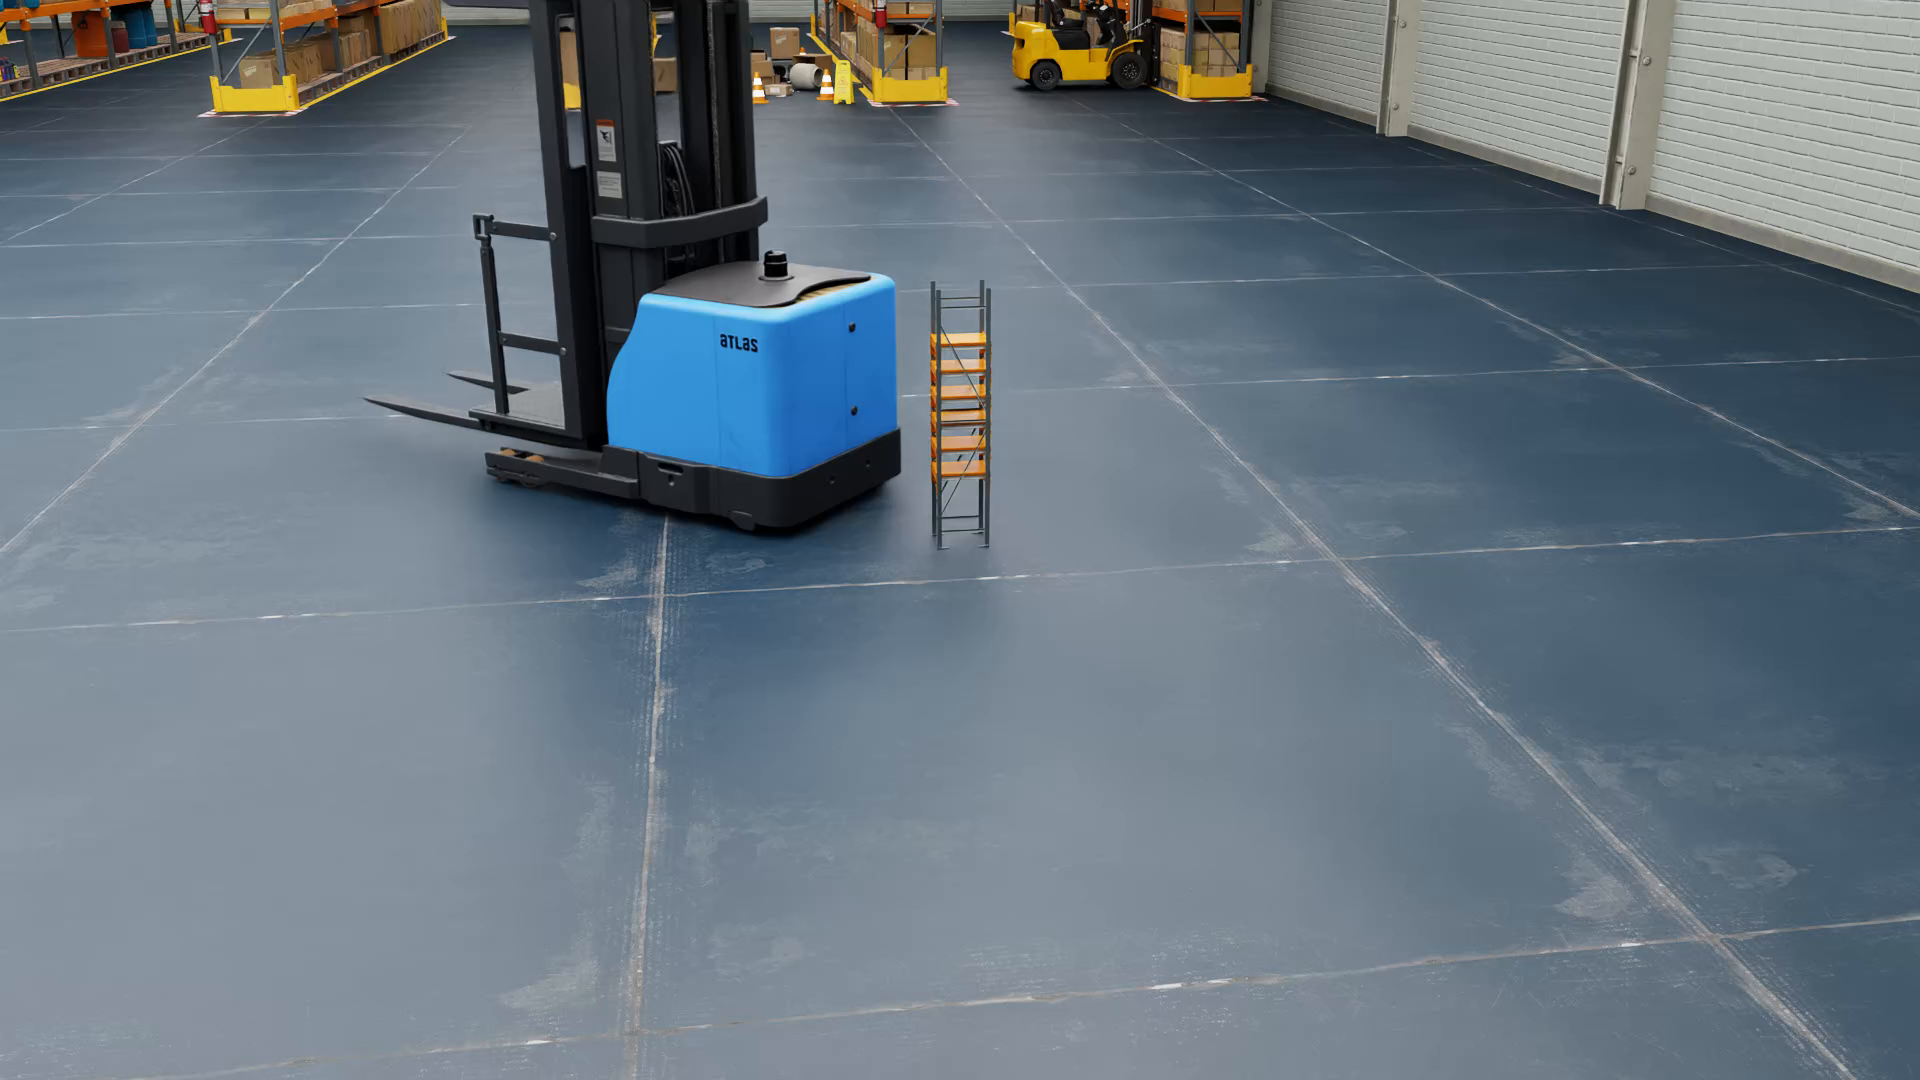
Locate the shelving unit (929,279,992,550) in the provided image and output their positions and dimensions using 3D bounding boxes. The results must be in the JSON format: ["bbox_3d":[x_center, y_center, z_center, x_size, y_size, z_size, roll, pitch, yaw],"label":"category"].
[{"bbox_3d":[0.002,-0.557,7.493,0.258,1.200,0.189,-3,21,-8],"label":"shelving unit"}]

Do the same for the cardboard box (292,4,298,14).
[{"bbox_3d":[-10.581,-8.297,26.002,0.380,0.149,0.250,-3,21,-8],"label":"cardboard box"}]

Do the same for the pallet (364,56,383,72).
[{"bbox_3d":[-11.631,-9.064,31.683,1.003,0.211,1.213,-3,21,-8],"label":"pallet"}]

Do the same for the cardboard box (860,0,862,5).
[{"bbox_3d":[-1.543,-9.428,29.031,0.380,0.149,0.250,-2,21,-6],"label":"cardboard box"}]

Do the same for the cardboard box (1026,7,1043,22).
[{"bbox_3d":[1.879,-12.485,39.830,0.500,0.500,0.500,-3,21,-7],"label":"cardboard box"}]

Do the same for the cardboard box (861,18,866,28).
[{"bbox_3d":[-1.506,-8.878,28.529,0.380,0.149,0.250,-2,21,-6],"label":"cardboard box"}]

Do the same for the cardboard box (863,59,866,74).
[{"bbox_3d":[-1.374,-8.079,28.389,0.500,0.250,0.500,-3,21,-8],"label":"cardboard box"}]

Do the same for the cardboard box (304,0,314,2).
[{"bbox_3d":[-10.953,-8.940,26.798,0.875,0.500,0.500,-3,21,-8],"label":"cardboard box"}]

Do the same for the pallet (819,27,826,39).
[{"bbox_3d":[-2.896,-12.331,40.431,1.003,0.211,1.213,-3,21,-8],"label":"pallet"}]

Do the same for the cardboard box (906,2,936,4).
[{"bbox_3d":[-0.576,-8.735,26.249,0.500,0.500,0.500,-3,21,-9],"label":"cardboard box"}]

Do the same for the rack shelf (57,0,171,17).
[{"bbox_3d":[-16.931,-10.747,33.231,1.077,0.370,4.000,-3,21,-8],"label":"rack shelf"}]

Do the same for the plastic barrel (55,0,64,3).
[{"bbox_3d":[-16.155,-9.816,29.517,0.433,0.535,0.433,0,20,0],"label":"plastic barrel"}]

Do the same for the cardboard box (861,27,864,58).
[{"bbox_3d":[-1.452,-8.613,28.748,0.500,0.500,0.500,-2,21,-6],"label":"cardboard box"}]

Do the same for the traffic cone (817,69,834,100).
[{"bbox_3d":[-2.121,-7.266,26.510,0.336,0.463,0.334,-3,21,-8],"label":"traffic cone"}]

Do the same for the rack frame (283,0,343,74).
[{"bbox_3d":[-11.165,-9.256,28.211,1.000,3.000,0.127,-3,21,-8],"label":"rack frame"}]

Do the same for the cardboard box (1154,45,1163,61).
[{"bbox_3d":[3.593,-8.270,28.187,0.500,0.250,0.500,-3,21,-9],"label":"cardboard box"}]

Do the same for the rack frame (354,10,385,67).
[{"bbox_3d":[-11.742,-10.641,31.919,1.000,3.000,0.127,-3,21,-8],"label":"rack frame"}]

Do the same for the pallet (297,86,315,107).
[{"bbox_3d":[-10.682,-6.874,25.820,1.003,0.211,1.213,-3,21,-8],"label":"pallet"}]

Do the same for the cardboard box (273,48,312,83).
[{"bbox_3d":[-10.890,-7.732,27.104,0.500,0.500,0.500,-5,21,-13],"label":"cardboard box"}]

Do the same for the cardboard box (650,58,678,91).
[{"bbox_3d":[-5.003,-7.816,27.924,0.500,0.500,0.500,1,20,2],"label":"cardboard box"}]

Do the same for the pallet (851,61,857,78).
[{"bbox_3d":[-1.472,-8.719,30.759,1.003,0.211,1.213,-3,21,-8],"label":"pallet"}]

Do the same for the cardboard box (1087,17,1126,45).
[{"bbox_3d":[3.052,-10.260,33.693,0.875,0.625,0.625,-2,21,-6],"label":"cardboard box"}]

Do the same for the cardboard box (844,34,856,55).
[{"bbox_3d":[-1.749,-9.655,32.436,0.950,0.372,0.625,-3,21,-9],"label":"cardboard box"}]

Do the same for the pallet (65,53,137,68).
[{"bbox_3d":[-16.798,-9.356,32.464,1.003,0.211,1.213,-3,21,-8],"label":"pallet"}]

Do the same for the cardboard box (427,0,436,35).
[{"bbox_3d":[-12.592,-12.080,38.208,0.875,0.875,0.875,-3,21,-8],"label":"cardboard box"}]

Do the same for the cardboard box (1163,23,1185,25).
[{"bbox_3d":[3.903,-9.049,29.558,0.500,0.250,0.500,-3,21,-9],"label":"cardboard box"}]

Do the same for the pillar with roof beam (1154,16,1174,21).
[{"bbox_3d":[-0.204,-13.580,31.214,9.100,9.000,0.400,-3,21,-8],"label":"pillar with roof beam"}]

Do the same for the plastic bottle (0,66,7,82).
[{"bbox_3d":[-15.596,-7.611,27.059,0.061,0.283,0.133,-2,21,-4],"label":"plastic bottle"}]

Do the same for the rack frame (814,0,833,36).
[{"bbox_3d":[-3.089,-13.911,40.674,1.000,3.000,0.127,-3,21,-8],"label":"rack frame"}]

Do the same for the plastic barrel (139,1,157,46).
[{"bbox_3d":[-17.158,-10.801,34.746,0.600,0.901,0.708,-3,21,-8],"label":"plastic barrel"}]

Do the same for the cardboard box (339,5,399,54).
[{"bbox_3d":[-11.821,-10.082,32.860,1.225,0.875,0.875,-4,21,-10],"label":"cardboard box"}]

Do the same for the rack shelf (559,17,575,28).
[{"bbox_3d":[-5.954,-8.442,27.059,1.077,0.370,4.000,-3,21,-8],"label":"rack shelf"}]

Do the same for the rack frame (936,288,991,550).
[{"bbox_3d":[0.015,-0.525,7.408,0.240,1.200,0.006,-3,21,-8],"label":"rack frame"}]

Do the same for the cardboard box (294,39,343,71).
[{"bbox_3d":[-11.232,-8.505,29.144,0.700,0.500,0.500,-5,21,-12],"label":"cardboard box"}]

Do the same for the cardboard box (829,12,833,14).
[{"bbox_3d":[-2.626,-12.055,38.767,0.875,0.438,0.875,-4,21,-9],"label":"cardboard box"}]

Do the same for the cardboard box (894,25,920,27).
[{"bbox_3d":[-0.933,-8.649,28.843,0.500,0.500,0.500,-3,21,-7],"label":"cardboard box"}]

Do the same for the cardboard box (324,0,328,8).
[{"bbox_3d":[-10.817,-8.992,27.863,0.380,0.149,0.250,-3,21,-8],"label":"cardboard box"}]

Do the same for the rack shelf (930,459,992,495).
[{"bbox_3d":[0.002,-0.291,7.592,0.258,0.103,0.180,-3,21,-8],"label":"rack shelf"}]

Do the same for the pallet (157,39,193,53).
[{"bbox_3d":[-17.364,-10.722,36.123,1.003,0.211,1.213,-3,21,-8],"label":"pallet"}]

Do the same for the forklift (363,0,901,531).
[{"bbox_3d":[-1.828,-1.778,8.288,3.031,2.935,1.130,12,24,29],"label":"forklift"}]

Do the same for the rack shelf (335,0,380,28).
[{"bbox_3d":[-11.454,-9.612,30.191,1.077,0.370,4.000,-3,21,-8],"label":"rack shelf"}]

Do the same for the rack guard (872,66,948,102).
[{"bbox_3d":[-0.793,-7.226,26.349,1.175,0.500,0.348,-3,21,-8],"label":"rack guard"}]

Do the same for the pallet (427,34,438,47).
[{"bbox_3d":[-12.530,-11.410,37.964,1.003,0.211,1.213,-3,21,-8],"label":"pallet"}]

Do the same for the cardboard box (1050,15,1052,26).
[{"bbox_3d":[2.246,-11.624,37.525,0.500,0.500,0.500,-2,21,-5],"label":"cardboard box"}]

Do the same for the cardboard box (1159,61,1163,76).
[{"bbox_3d":[3.623,-8.024,28.243,0.500,0.250,0.500,-3,21,-7],"label":"cardboard box"}]
